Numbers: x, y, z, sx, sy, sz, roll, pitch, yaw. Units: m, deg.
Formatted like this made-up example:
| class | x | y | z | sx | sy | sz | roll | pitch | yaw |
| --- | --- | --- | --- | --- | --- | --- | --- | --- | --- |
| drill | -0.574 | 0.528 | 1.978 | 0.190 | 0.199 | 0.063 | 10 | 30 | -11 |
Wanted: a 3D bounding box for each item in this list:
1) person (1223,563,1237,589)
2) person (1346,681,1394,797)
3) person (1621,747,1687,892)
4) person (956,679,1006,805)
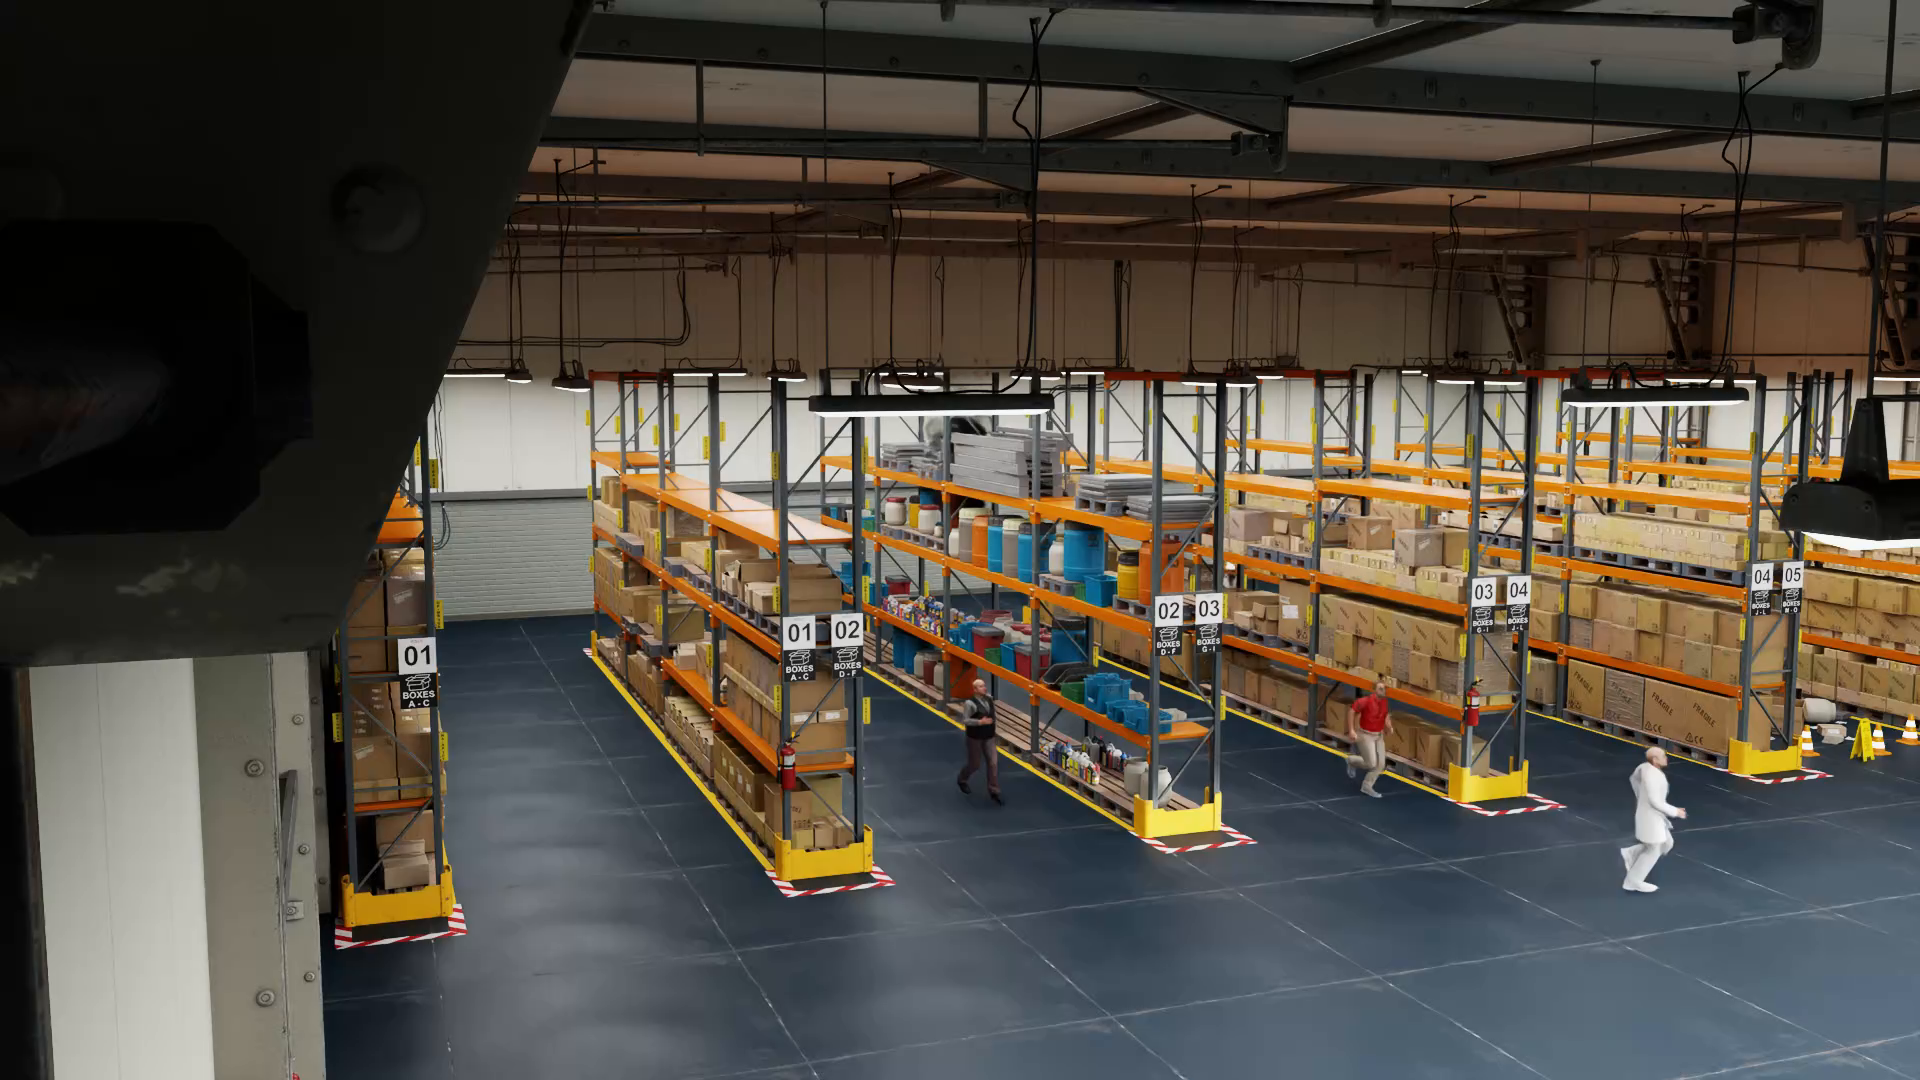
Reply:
| class | x | y | z | sx | sy | sz | roll | pitch | yaw |
| --- | --- | --- | --- | --- | --- | --- | --- | --- | --- |
| person | 5.932 | 1.335 | 37.365 | 0.655 | 1.718 | 0.921 | -3 | 7 | -27 |
| person | 5.902 | 2.849 | 23.954 | 0.698 | 1.684 | 0.708 | -4 | 8 | -32 |
| person | 8.188 | 3.282 | 19.617 | 0.690 | 1.732 | 0.747 | 2 | 7 | 17 |
| person | 0.281 | 2.830 | 23.565 | 0.656 | 1.740 | 0.914 | -5 | 8 | -38 |
